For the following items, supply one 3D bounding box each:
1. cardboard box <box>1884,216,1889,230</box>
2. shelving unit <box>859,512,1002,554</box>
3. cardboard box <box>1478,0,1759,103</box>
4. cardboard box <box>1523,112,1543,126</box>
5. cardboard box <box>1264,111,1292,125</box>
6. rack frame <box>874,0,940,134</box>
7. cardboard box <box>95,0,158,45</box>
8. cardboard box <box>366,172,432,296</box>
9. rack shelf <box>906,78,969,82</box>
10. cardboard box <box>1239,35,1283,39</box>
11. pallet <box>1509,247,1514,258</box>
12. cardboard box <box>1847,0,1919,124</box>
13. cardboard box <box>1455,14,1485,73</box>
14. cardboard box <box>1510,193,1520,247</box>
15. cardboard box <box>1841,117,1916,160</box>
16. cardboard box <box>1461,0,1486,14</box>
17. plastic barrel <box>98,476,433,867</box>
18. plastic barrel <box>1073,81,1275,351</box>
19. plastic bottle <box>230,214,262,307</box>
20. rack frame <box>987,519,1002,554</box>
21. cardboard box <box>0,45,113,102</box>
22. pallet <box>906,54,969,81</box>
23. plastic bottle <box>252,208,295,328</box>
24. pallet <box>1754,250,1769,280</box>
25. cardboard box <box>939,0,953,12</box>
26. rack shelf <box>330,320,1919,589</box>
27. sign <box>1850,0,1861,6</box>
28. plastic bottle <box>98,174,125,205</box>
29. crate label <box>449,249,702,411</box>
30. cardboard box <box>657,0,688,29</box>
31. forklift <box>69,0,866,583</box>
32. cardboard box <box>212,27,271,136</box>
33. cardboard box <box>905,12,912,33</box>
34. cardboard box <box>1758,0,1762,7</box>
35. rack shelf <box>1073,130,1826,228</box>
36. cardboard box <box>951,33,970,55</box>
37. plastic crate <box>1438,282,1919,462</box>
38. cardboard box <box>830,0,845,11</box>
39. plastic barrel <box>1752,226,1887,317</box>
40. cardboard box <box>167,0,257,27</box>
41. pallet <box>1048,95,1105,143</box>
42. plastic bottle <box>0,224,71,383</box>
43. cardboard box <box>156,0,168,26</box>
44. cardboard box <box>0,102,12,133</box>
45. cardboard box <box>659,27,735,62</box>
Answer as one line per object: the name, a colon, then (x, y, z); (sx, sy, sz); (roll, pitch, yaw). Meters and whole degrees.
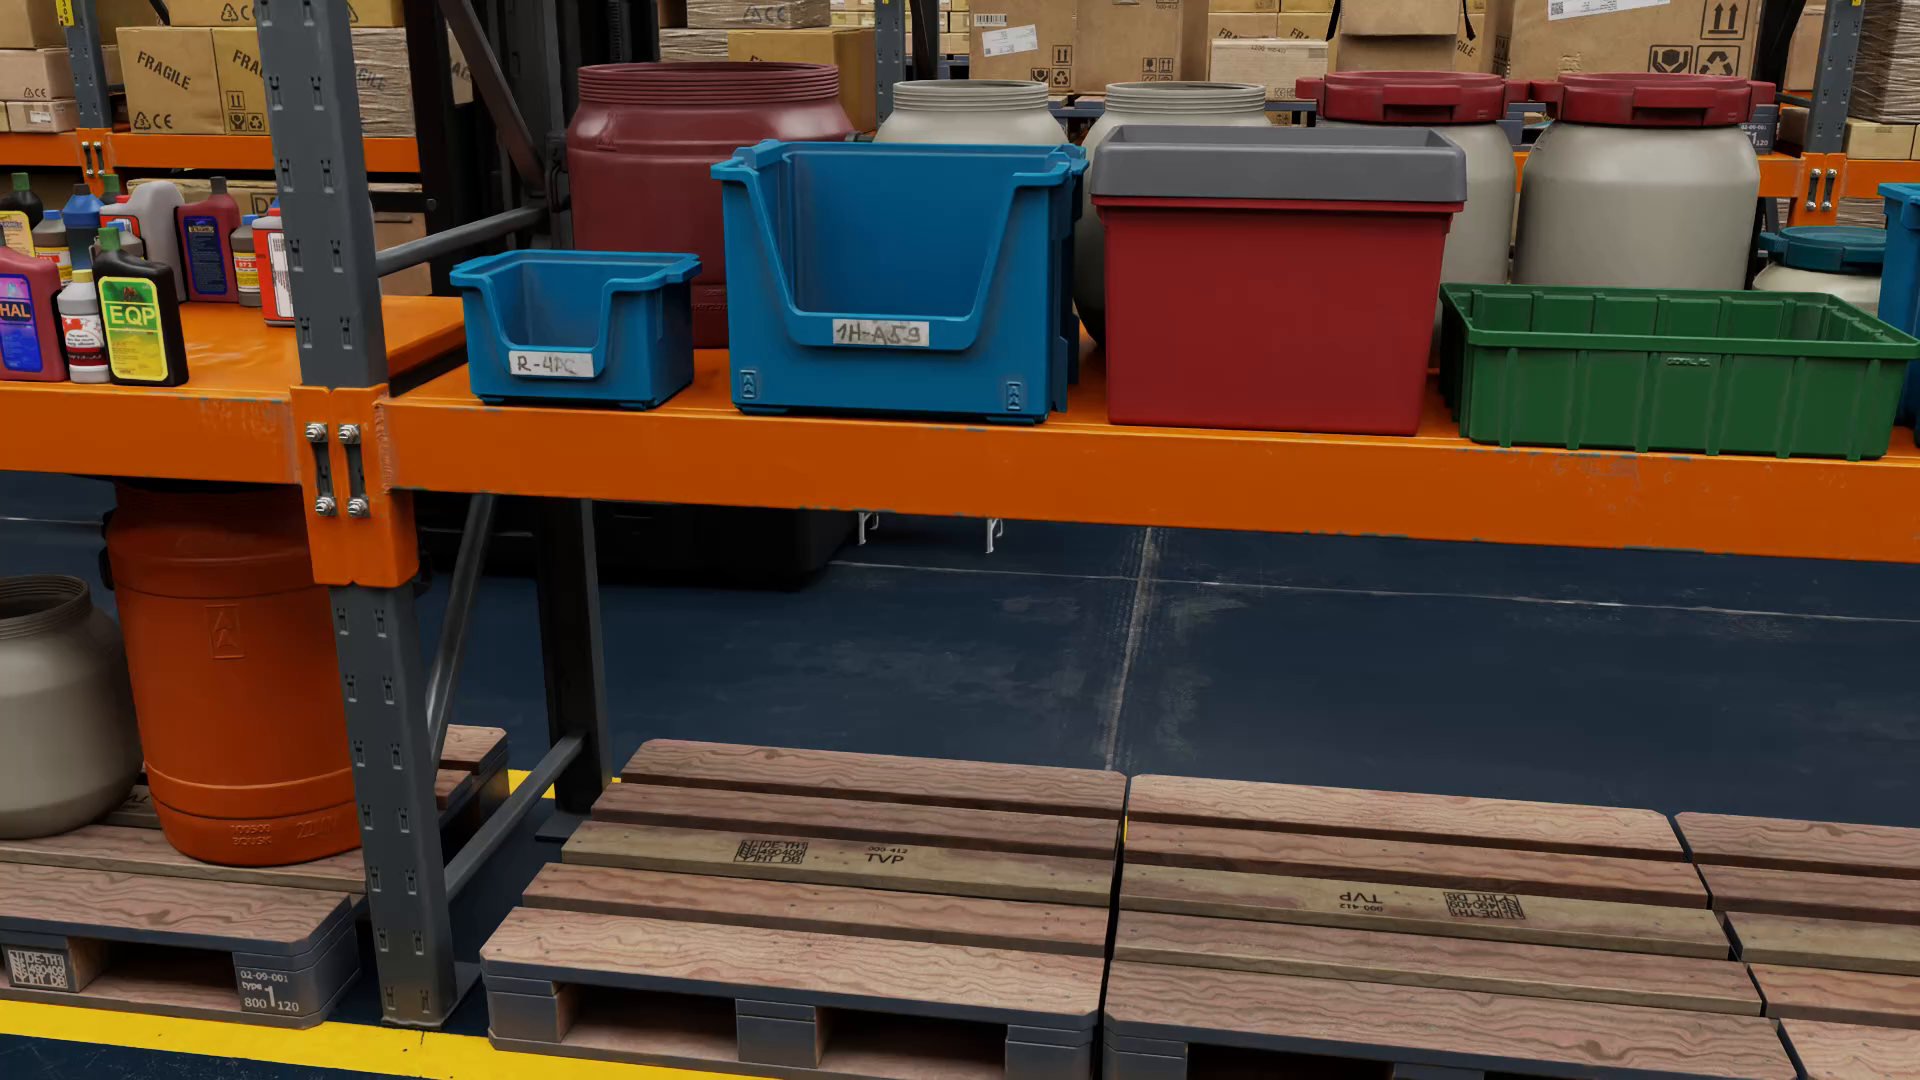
cardboard box: (6.994, -2.539, 11.851); (0.875, 0.875, 0.875); (3, 19, 8)
shelving unit: (-0.108, -0.571, 6.119); (0.503, 1.200, 0.258); (4, 19, 11)
cardboard box: (2.945, -2.510, 7.471); (1.000, 1.000, 1.000); (3, 19, 9)
cardboard box: (5.026, -3.662, 15.267); (0.500, 0.500, 0.500); (3, 19, 9)
cardboard box: (4.038, -5.777, 21.923); (0.625, 0.625, 0.875); (2, 19, 6)
rack frame: (-0.242, -2.144, 7.984); (0.127, 3.000, 1.000); (3, 19, 9)
cardboard box: (-4.624, -2.875, 8.755); (0.500, 0.500, 0.500); (3, 19, 9)
cardboard box: (-2.674, -1.466, 8.645); (0.875, 0.875, 1.225); (2, 19, 7)
rack shelf: (-1.331, -3.453, 13.028); (4.000, 0.370, 1.077); (3, 19, 9)
cardboard box: (1.447, -2.280, 7.941); (0.258, 0.266, 0.396); (2, 19, 7)
pallet: (3.820, -2.185, 12.500); (1.213, 0.211, 1.003); (3, 19, 9)
cardboard box: (4.142, -2.089, 7.194); (0.500, 0.500, 0.875); (3, 19, 9)
cardboard box: (3.537, -3.507, 11.900); (0.500, 0.500, 0.500); (3, 19, 8)
cardboard box: (3.966, -2.627, 12.311); (0.750, 0.750, 1.050); (3, 19, 8)
cardboard box: (3.872, -1.719, 7.109); (0.250, 0.149, 0.380); (3, 19, 9)
cardboard box: (3.594, -4.062, 11.982); (0.500, 0.500, 0.700); (3, 19, 8)
plastic barrel: (-1.514, 0.218, 3.682); (0.708, 0.830, 0.600); (3, 19, 9)
plastic barrel: (0.438, -0.640, 3.311); (0.421, 0.512, 0.421); (0, 18, 0)
plastic bottle: (-1.610, -0.641, 3.804); (0.097, 0.201, 0.097); (0, 18, 0)
rack frame: (0.131, -0.556, 6.074); (0.015, 1.200, 0.240); (4, 19, 11)
cardboard box: (-4.669, -2.356, 8.383); (0.500, 0.250, 0.500); (3, 19, 8)
pallet: (-0.076, -3.605, 12.651); (1.003, 0.211, 1.213); (3, 19, 9)
plastic bottle: (-1.428, -0.609, 3.592); (0.135, 0.276, 0.152); (3, 19, 9)
pallet: (5.332, -2.107, 12.266); (1.213, 0.211, 1.003); (3, 19, 9)
cardboard box: (-0.160, -3.950, 12.176); (0.250, 0.149, 0.380); (3, 19, 8)
rack shelf: (0.947, -0.151, 3.160); (4.000, 0.370, 1.077); (3, 19, 9)
sign: (3.623, -2.318, 6.679); (0.005, 0.325, 0.100); (3, 19, 9)
plastic bottle: (-1.986, -0.705, 3.866); (0.133, 0.283, 0.061); (3, 19, 9)
crate label: (-0.671, -0.375, 2.959); (0.416, 0.233, 0.303); (3, 19, 9)
cardboard box: (-1.605, -2.743, 8.035); (0.637, 0.503, 0.797); (3, 19, 10)
forklift: (-1.885, -1.453, 6.026); (3.031, 2.935, 1.130); (3, 19, 10)
cardboard box: (-3.281, -2.267, 8.192); (0.500, 0.500, 0.500); (3, 19, 9)
cardboard box: (-0.440, -3.822, 12.263); (0.250, 0.149, 0.380); (3, 19, 10)
cardboard box: (5.514, -4.054, 11.755); (0.550, 0.550, 0.875); (3, 19, 9)
rack shelf: (1.732, -1.702, 7.798); (4.000, 0.370, 1.077); (3, 19, 9)
cardboard box: (0.084, -3.654, 12.230); (0.250, 0.149, 0.380); (3, 19, 10)
plastic crate: (1.157, -0.290, 2.776); (0.662, 0.188, 0.450); (3, 19, 9)
cardboard box: (-0.920, -3.989, 12.294); (0.250, 0.149, 0.380); (3, 19, 9)
plastic barrel: (1.639, -0.440, 3.110); (0.301, 0.262, 0.301); (0, 18, 0)
cardboard box: (-3.560, -2.839, 8.323); (0.637, 0.503, 0.797); (2, 19, 7)
pallet: (0.478, -2.051, 8.007); (1.003, 0.211, 1.213); (3, 19, 9)
plastic bottle: (-1.723, -0.436, 3.061); (0.133, 0.283, 0.061); (3, 19, 9)
cardboard box: (-6.323, -4.156, 13.371); (0.500, 0.500, 0.500); (3, 19, 9)
cardboard box: (-4.799, -2.152, 8.404); (0.250, 0.149, 0.380); (3, 19, 10)
cardboard box: (-1.260, -2.166, 7.891); (0.500, 0.500, 0.500); (3, 19, 8)
